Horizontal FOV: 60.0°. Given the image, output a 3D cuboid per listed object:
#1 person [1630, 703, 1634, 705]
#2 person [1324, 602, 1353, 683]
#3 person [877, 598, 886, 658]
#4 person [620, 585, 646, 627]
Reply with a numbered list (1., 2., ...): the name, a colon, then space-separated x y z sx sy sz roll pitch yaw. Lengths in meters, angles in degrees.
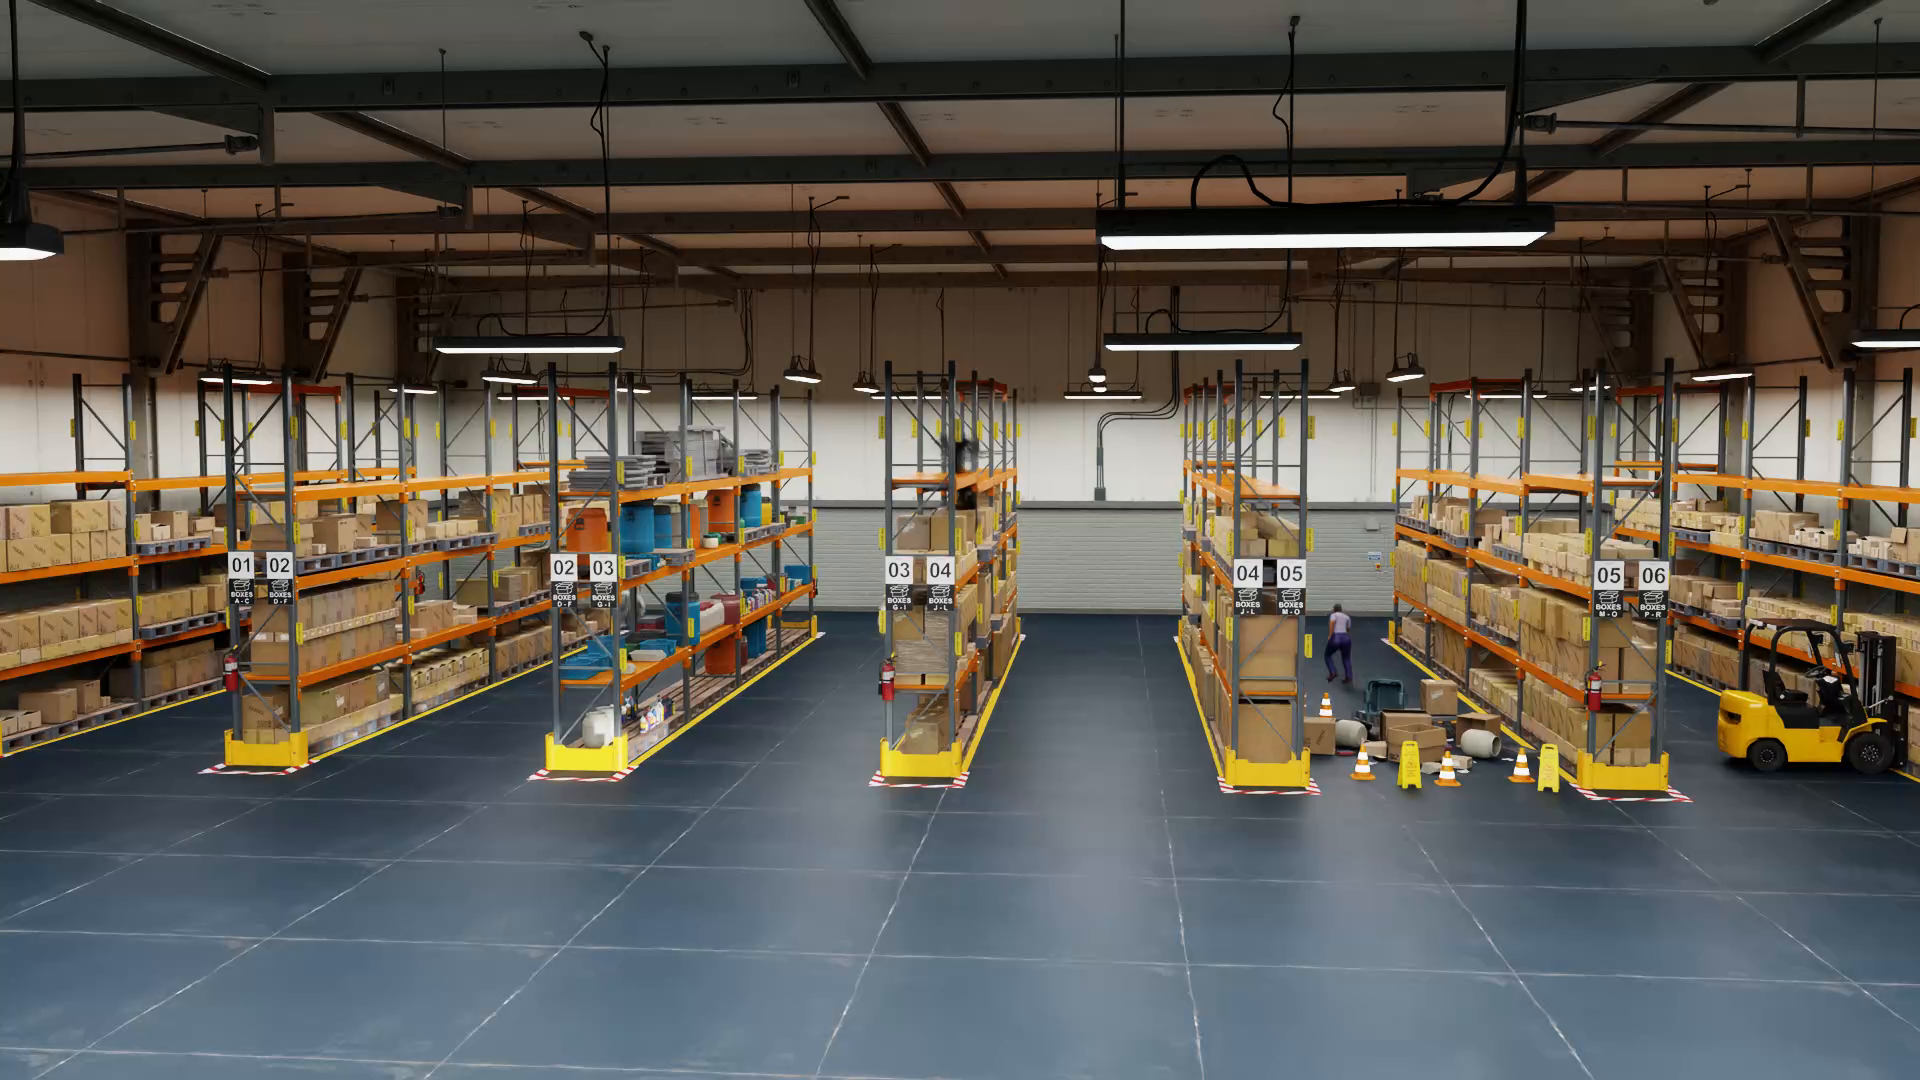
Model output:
1. person: 11.251 2.351 28.214 0.608 1.619 0.730 0 4 -6
2. person: 7.544 2.046 33.098 0.598 1.582 0.912 -1 4 -11
3. person: -1.424 1.940 34.588 0.604 1.576 0.809 0 4 -5
4. person: -8.242 1.386 41.707 0.866 1.797 0.701 3 5 38
